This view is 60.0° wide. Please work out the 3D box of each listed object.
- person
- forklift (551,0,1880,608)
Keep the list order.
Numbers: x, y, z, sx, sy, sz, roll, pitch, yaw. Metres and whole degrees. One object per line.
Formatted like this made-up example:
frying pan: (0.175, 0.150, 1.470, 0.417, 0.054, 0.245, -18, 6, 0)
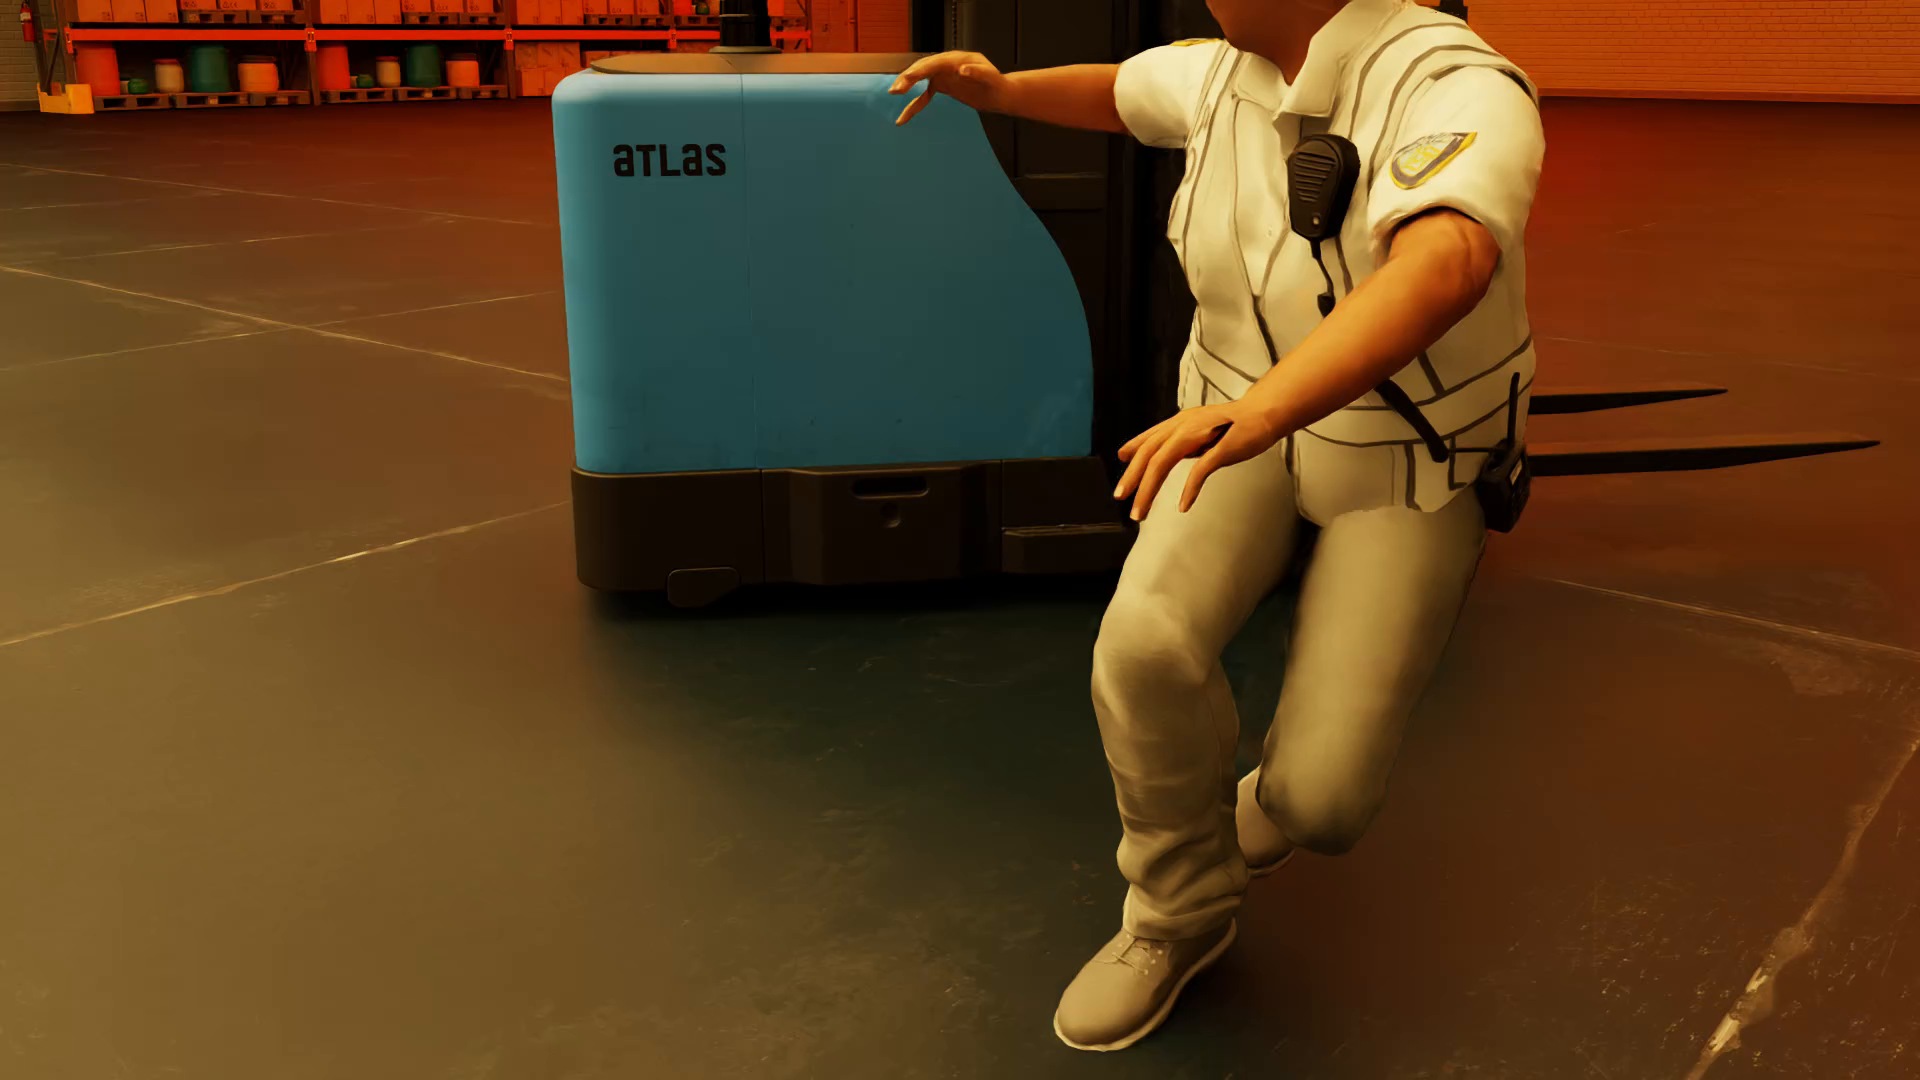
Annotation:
person: (0.244, -0.086, 1.867, 0.738, 1.401, 1.027, 11, 20, 31)
forklift: (0.638, -1.447, 3.662, 3.031, 2.935, 1.130, -3, 17, -9)
